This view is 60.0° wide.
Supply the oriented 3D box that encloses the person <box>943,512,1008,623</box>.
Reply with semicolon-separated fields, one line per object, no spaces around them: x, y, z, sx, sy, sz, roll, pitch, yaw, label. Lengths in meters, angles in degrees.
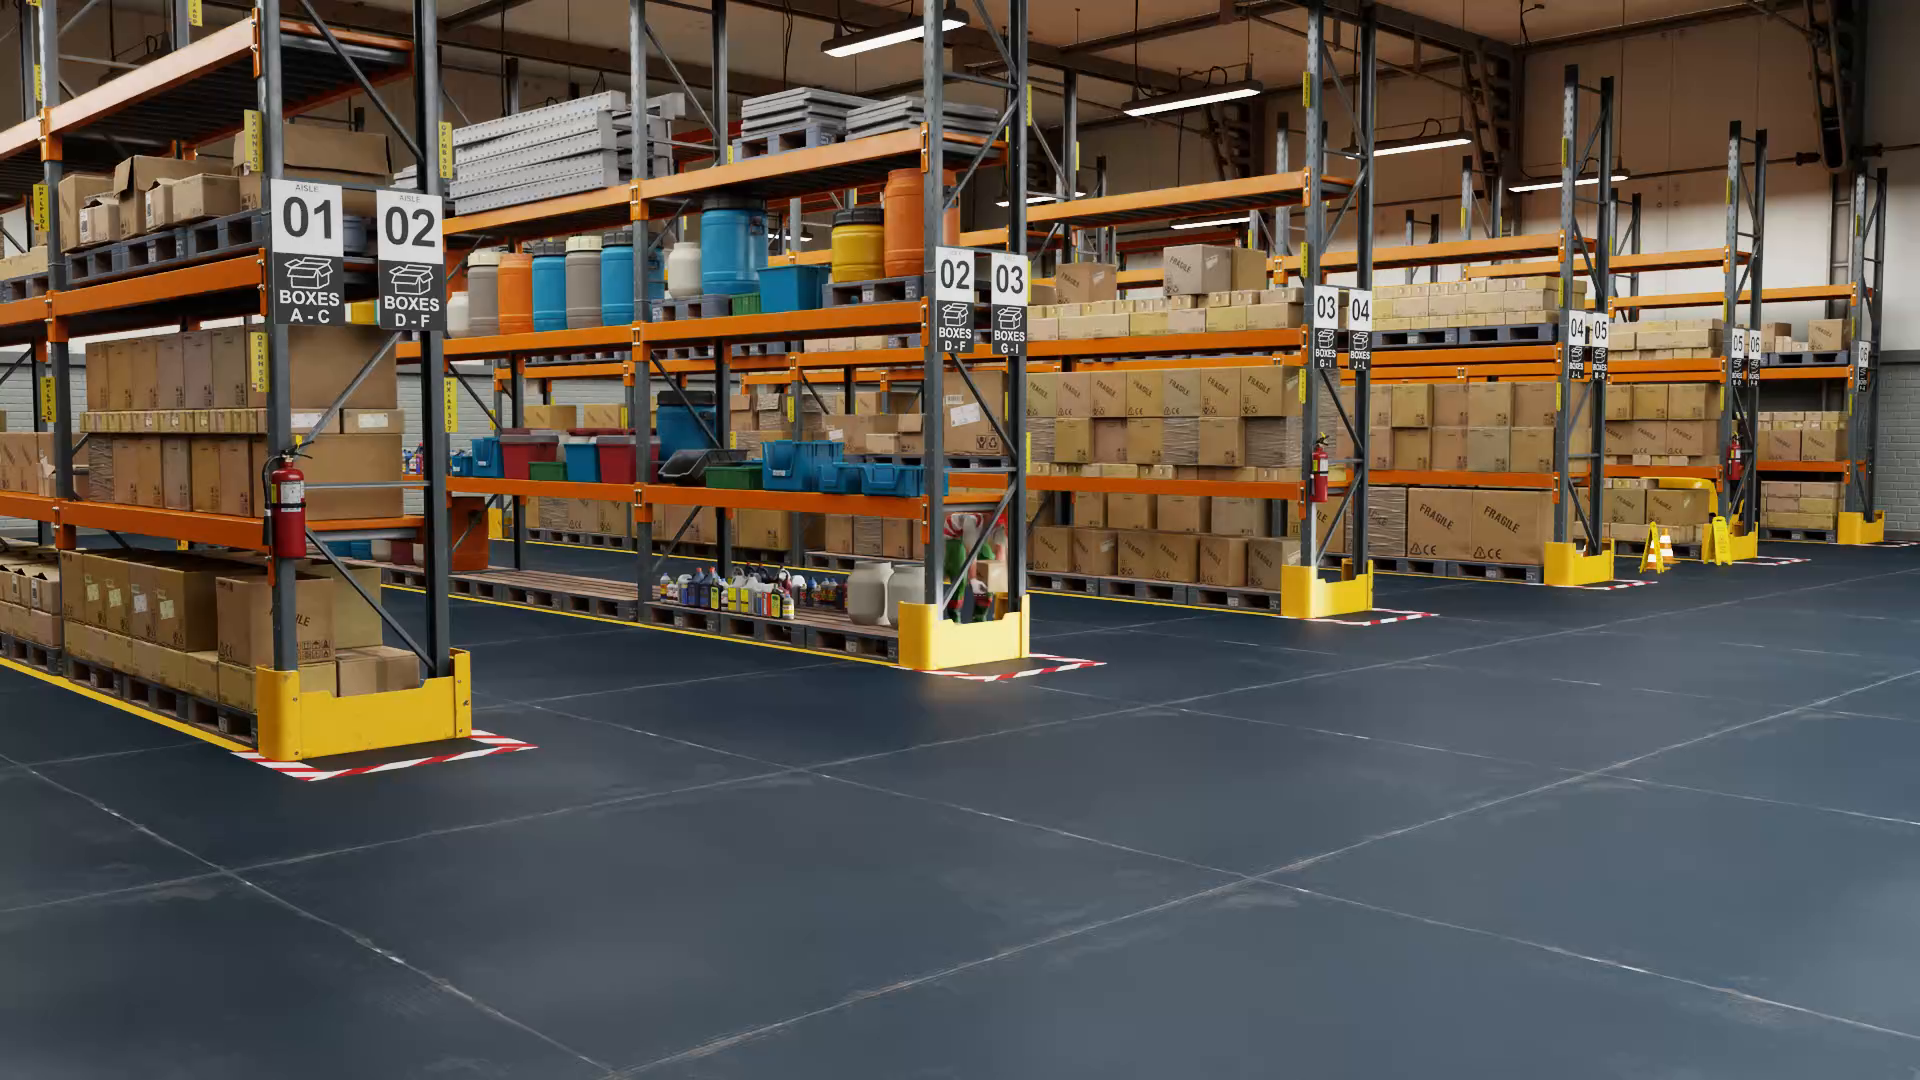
0.176;0.218;14.725;0.507;1.257;0.928;-2;4;-27;person
